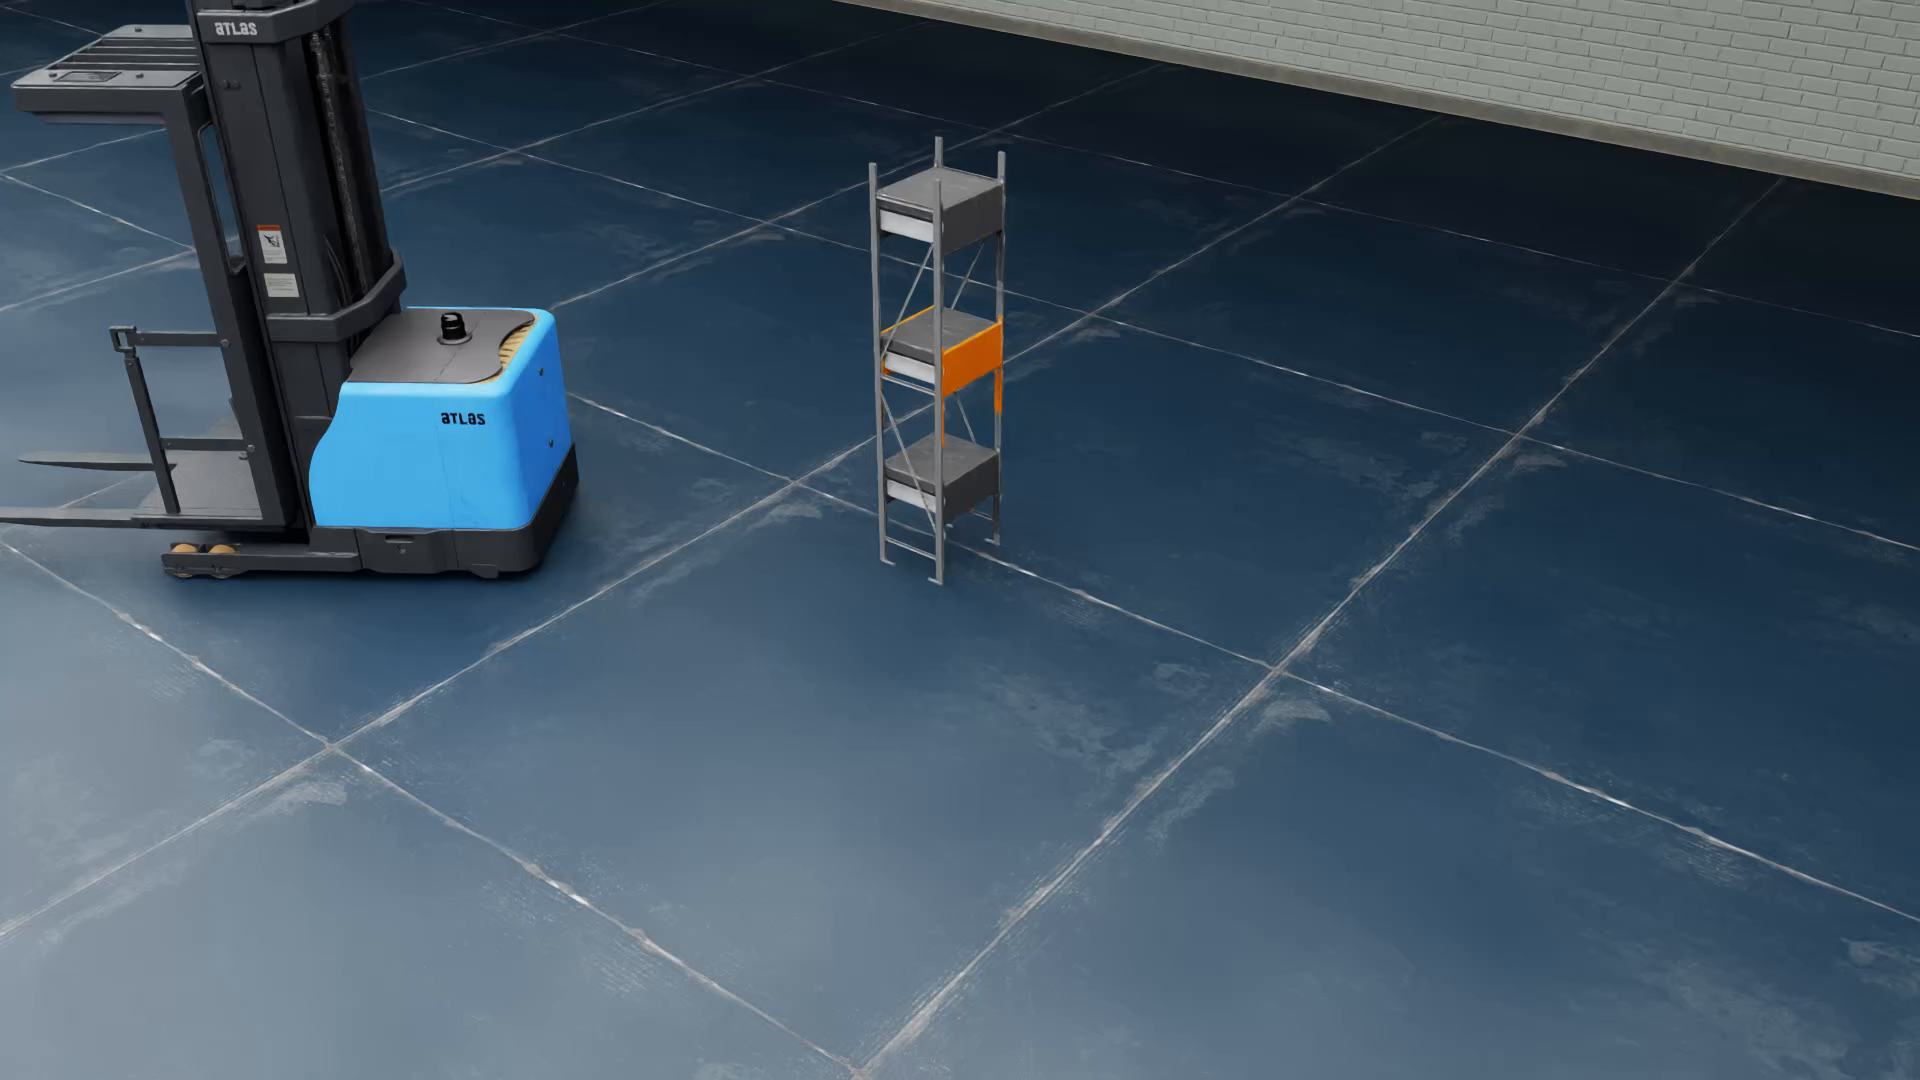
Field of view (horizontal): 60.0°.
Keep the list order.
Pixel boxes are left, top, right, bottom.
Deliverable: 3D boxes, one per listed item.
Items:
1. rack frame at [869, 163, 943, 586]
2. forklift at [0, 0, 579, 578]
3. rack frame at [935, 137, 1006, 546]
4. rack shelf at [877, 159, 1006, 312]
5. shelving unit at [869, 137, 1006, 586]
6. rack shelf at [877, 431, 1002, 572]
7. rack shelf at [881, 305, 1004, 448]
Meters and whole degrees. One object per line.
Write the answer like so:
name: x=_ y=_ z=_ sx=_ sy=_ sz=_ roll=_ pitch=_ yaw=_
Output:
rack frame: x=-0.247 y=-0.737 z=7.934 sx=0.400 sy=2.100 sz=0.015 roll=21 pitch=37 yaw=31
forklift: x=-3.628 y=-1.335 z=8.128 sx=3.031 sy=2.935 sz=1.130 roll=1 pitch=31 yaw=2
rack frame: x=0.047 y=-0.935 z=8.269 sx=0.400 sy=2.100 sz=0.015 roll=21 pitch=37 yaw=31
rack shelf: x=-0.100 y=-1.426 z=7.751 sx=0.431 sy=0.518 sz=0.480 roll=21 pitch=37 yaw=31
shelving unit: x=-0.100 y=-0.836 z=8.101 sx=0.431 sy=2.100 sz=0.503 roll=21 pitch=37 yaw=31
rack shelf: x=-0.100 y=-0.222 z=8.465 sx=0.431 sy=0.518 sz=0.480 roll=21 pitch=37 yaw=31
rack shelf: x=-0.100 y=-0.824 z=8.108 sx=0.431 sy=0.518 sz=0.480 roll=21 pitch=37 yaw=31
